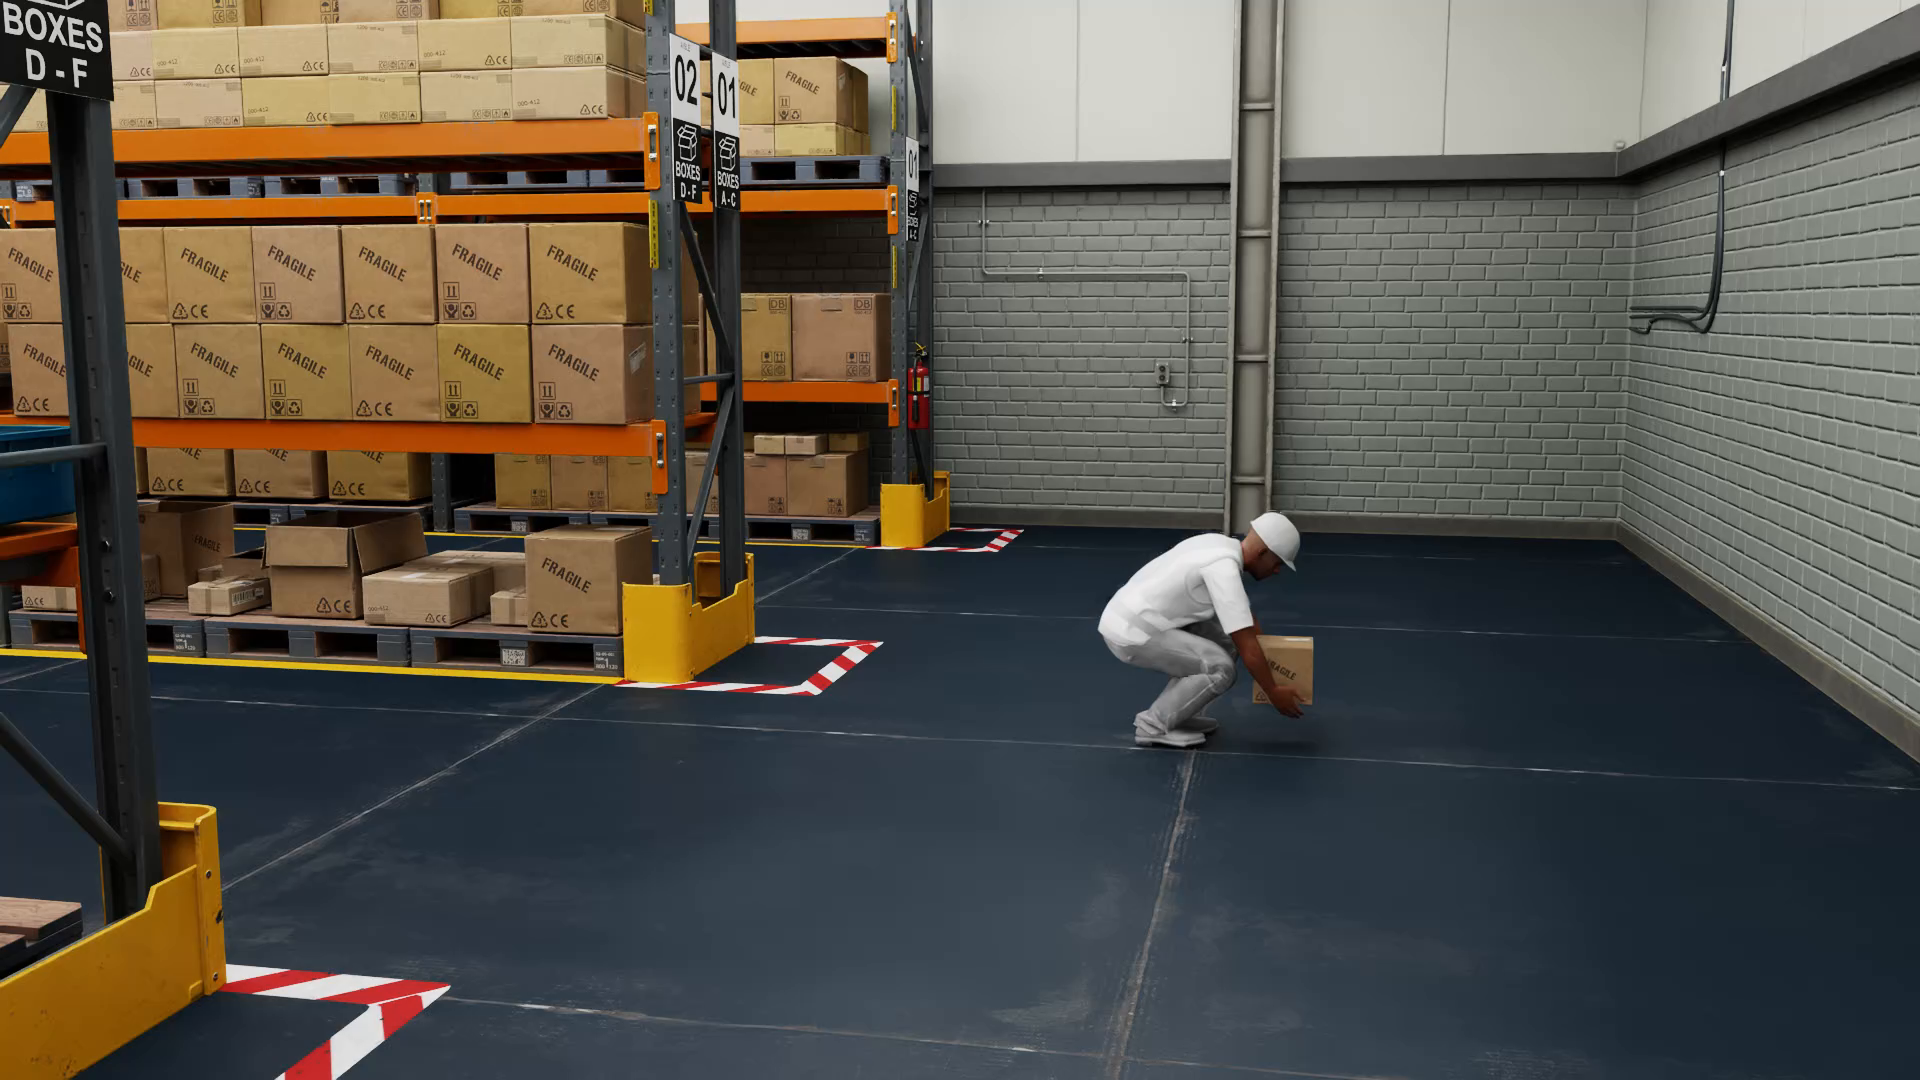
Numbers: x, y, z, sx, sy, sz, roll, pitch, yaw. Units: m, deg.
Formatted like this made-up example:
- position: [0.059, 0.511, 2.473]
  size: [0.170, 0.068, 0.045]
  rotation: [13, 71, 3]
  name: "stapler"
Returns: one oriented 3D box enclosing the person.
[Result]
- position: [1.066, 0.377, 7.294]
  size: [0.900, 1.008, 0.583]
  rotation: [2, 8, 11]
  name: "person"
